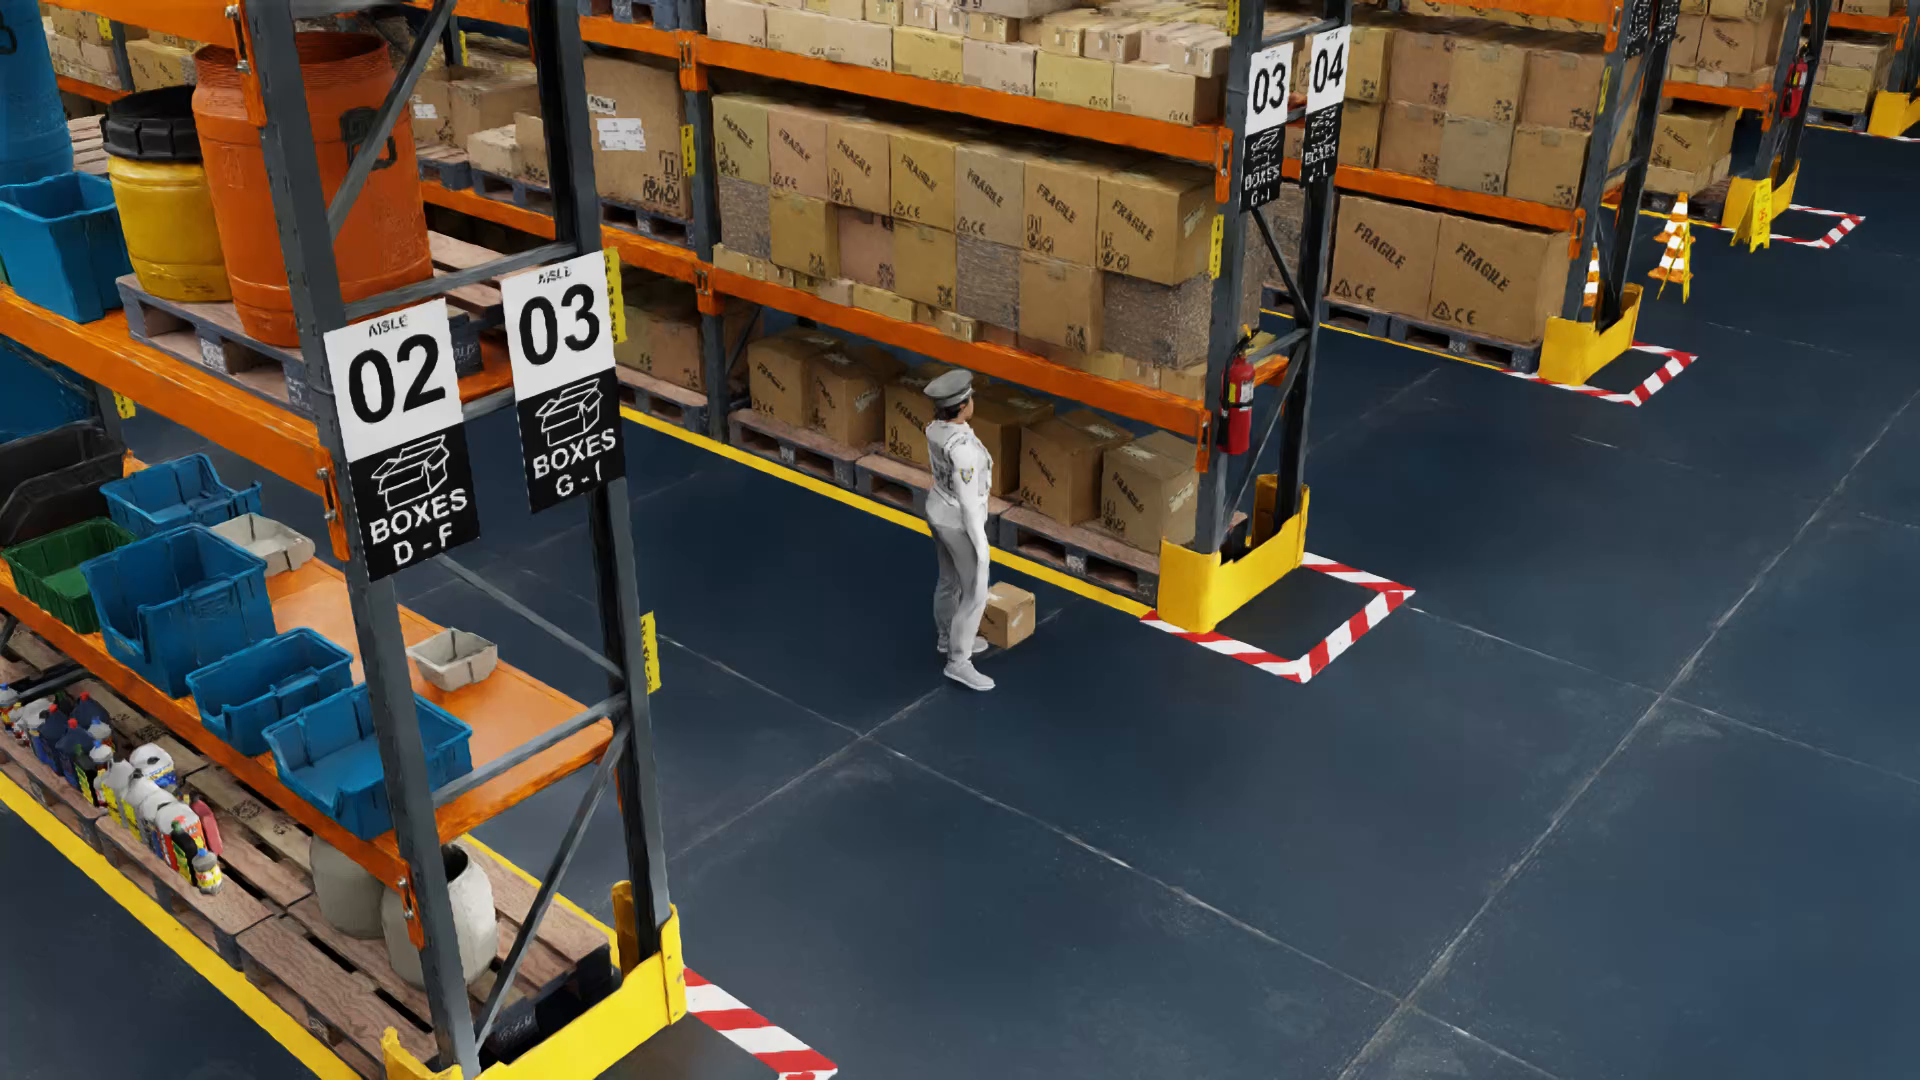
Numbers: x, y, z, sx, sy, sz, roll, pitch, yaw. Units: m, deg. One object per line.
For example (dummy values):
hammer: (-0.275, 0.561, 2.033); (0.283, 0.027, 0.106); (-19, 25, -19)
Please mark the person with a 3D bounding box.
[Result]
person: (0.022, -0.062, 8.713); (0.373, 1.712, 0.573); (-11, 29, -20)
